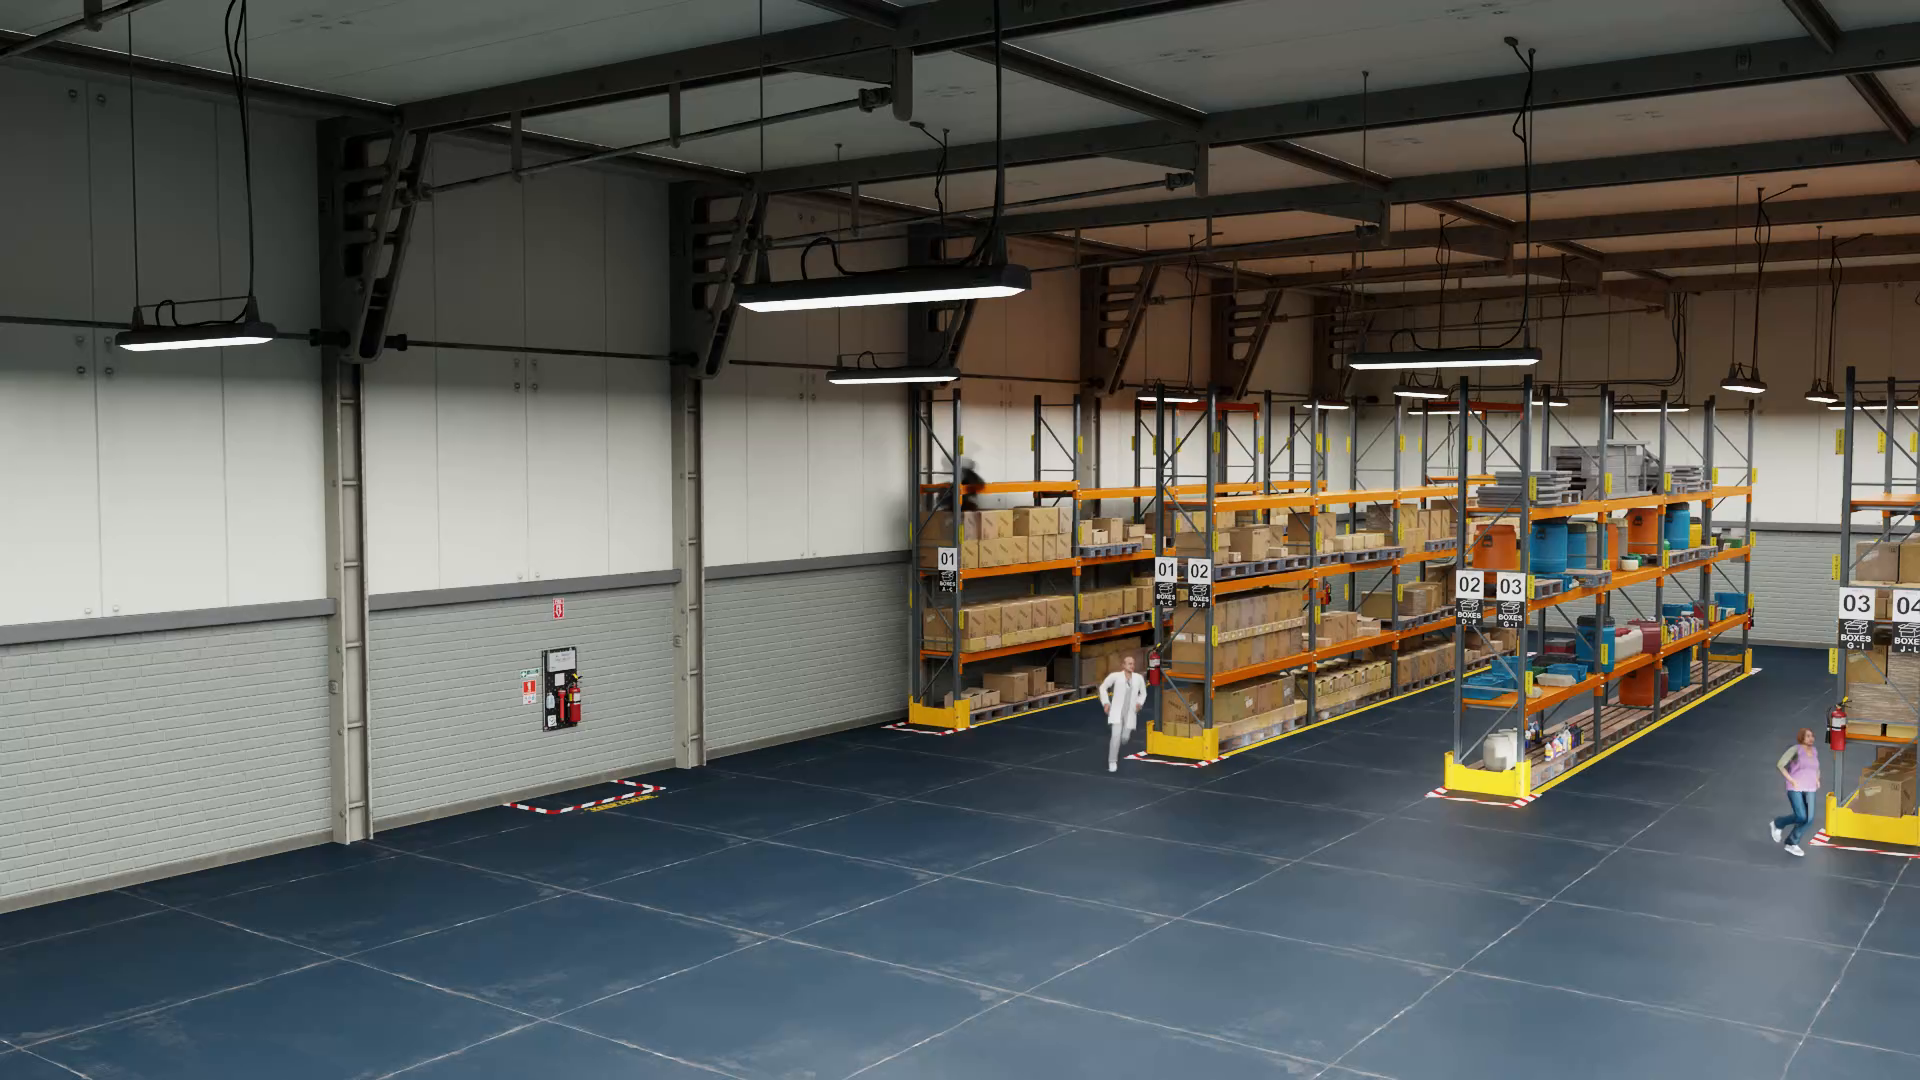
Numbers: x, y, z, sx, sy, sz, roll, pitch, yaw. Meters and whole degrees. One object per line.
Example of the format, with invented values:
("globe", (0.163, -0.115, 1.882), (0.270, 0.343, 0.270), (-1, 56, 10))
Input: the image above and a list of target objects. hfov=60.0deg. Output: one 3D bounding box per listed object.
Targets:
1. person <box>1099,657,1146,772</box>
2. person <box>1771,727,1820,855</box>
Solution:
("person", (2.541, 2.683, 25.886), (0.756, 1.739, 0.776), (0, 3, -8))
("person", (10.315, 3.069, 20.442), (0.564, 1.555, 0.507), (-1, 3, -13))
